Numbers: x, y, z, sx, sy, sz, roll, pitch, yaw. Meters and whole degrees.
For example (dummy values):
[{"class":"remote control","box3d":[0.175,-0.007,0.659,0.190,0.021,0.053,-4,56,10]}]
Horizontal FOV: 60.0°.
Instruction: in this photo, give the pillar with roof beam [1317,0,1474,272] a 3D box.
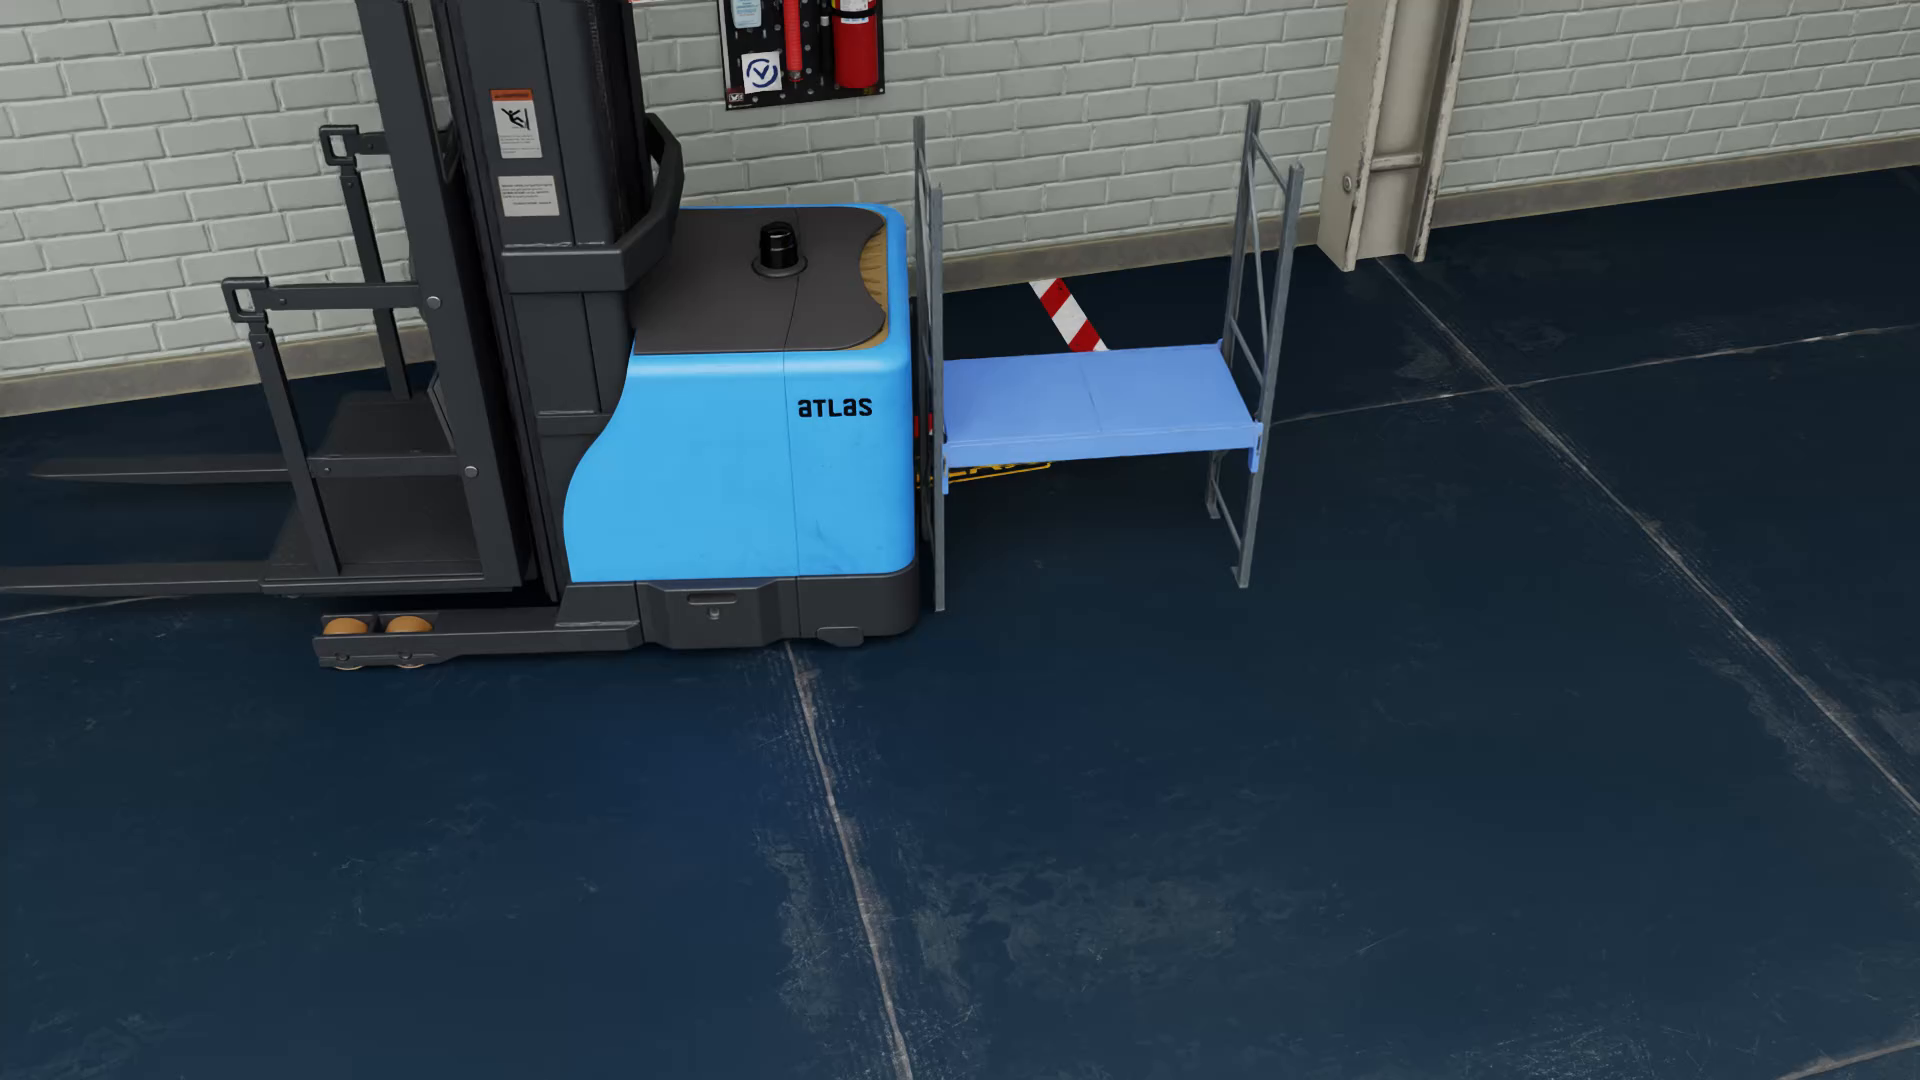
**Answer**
[{"class":"pillar with roof beam","box3d":[2.952,-2.346,1.410,0.400,9.000,9.100,-9,38,-12]}]

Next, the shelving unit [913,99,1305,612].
[{"class":"shelving unit","box3d":[0.411,-0.548,5.232,1.048,1.500,0.538,-4,38,-5]}]

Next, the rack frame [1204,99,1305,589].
[{"class":"rack frame","box3d":[0.916,-0.585,5.280,0.032,1.500,0.500,-4,38,-5]}]

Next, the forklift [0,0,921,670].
[{"class":"forklift","box3d":[-1.659,-1.086,4.757,3.031,2.935,1.130,-2,37,-2]}]

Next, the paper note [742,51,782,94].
[{"class":"paper note","box3d":[-0.755,-1.782,6.335,0.142,0.148,0.016,-9,38,-12]}]

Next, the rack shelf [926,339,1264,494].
[{"class":"rack shelf","box3d":[0.411,-0.405,5.341,1.000,0.185,0.538,-4,38,-5]}]

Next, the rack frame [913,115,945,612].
[{"class":"rack frame","box3d":[-0.094,-0.512,5.184,0.032,1.500,0.500,-4,38,-5]}]

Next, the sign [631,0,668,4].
[{"class":"sign","box3d":[-1.126,-2.106,6.005,0.234,0.329,0.001,-9,38,-12]}]

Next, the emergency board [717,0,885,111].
[{"class":"emergency board","box3d":[-0.566,-2.119,6.051,0.643,1.169,0.194,-9,38,-12]}]
